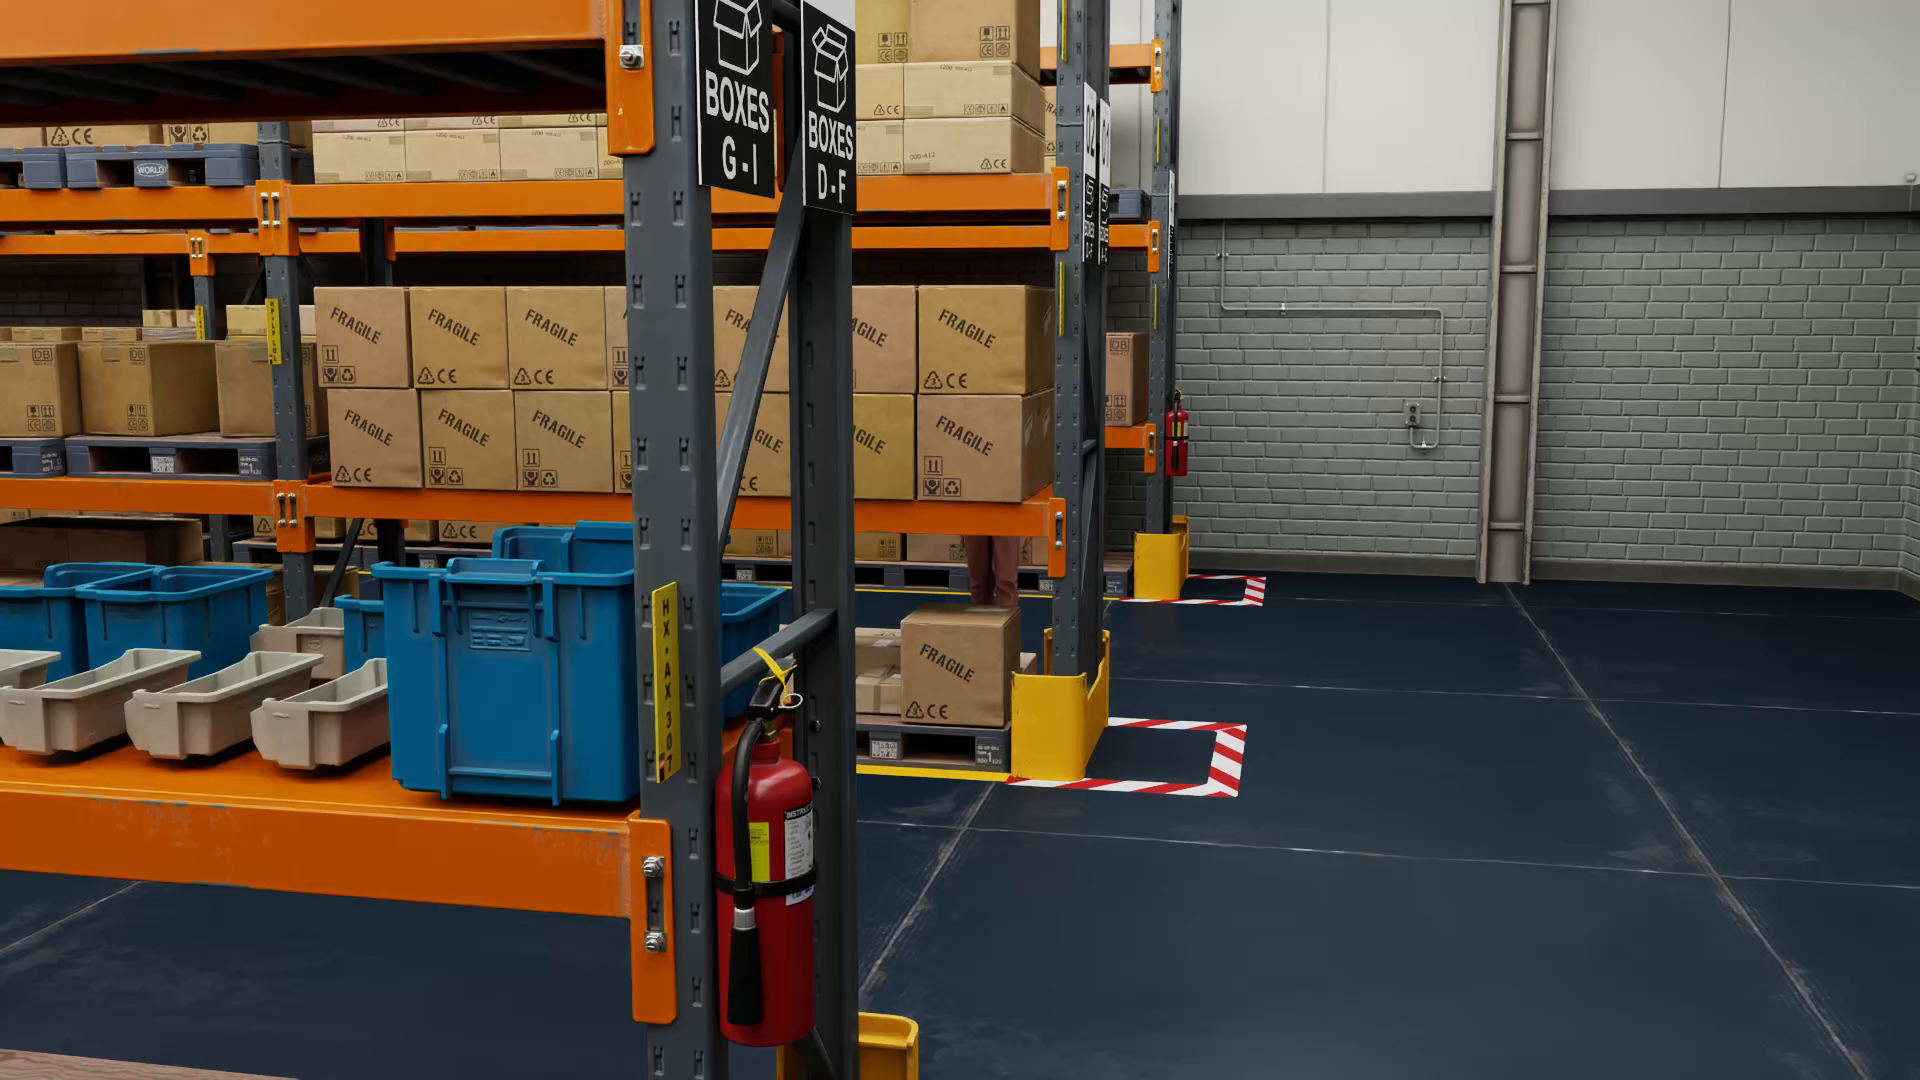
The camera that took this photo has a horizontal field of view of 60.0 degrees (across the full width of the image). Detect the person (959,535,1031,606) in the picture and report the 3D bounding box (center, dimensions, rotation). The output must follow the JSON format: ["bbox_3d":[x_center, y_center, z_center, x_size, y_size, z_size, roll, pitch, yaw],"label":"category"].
[{"bbox_3d":[0.180,-0.064,10.235,0.476,1.670,0.600,2,8,11],"label":"person"}]
